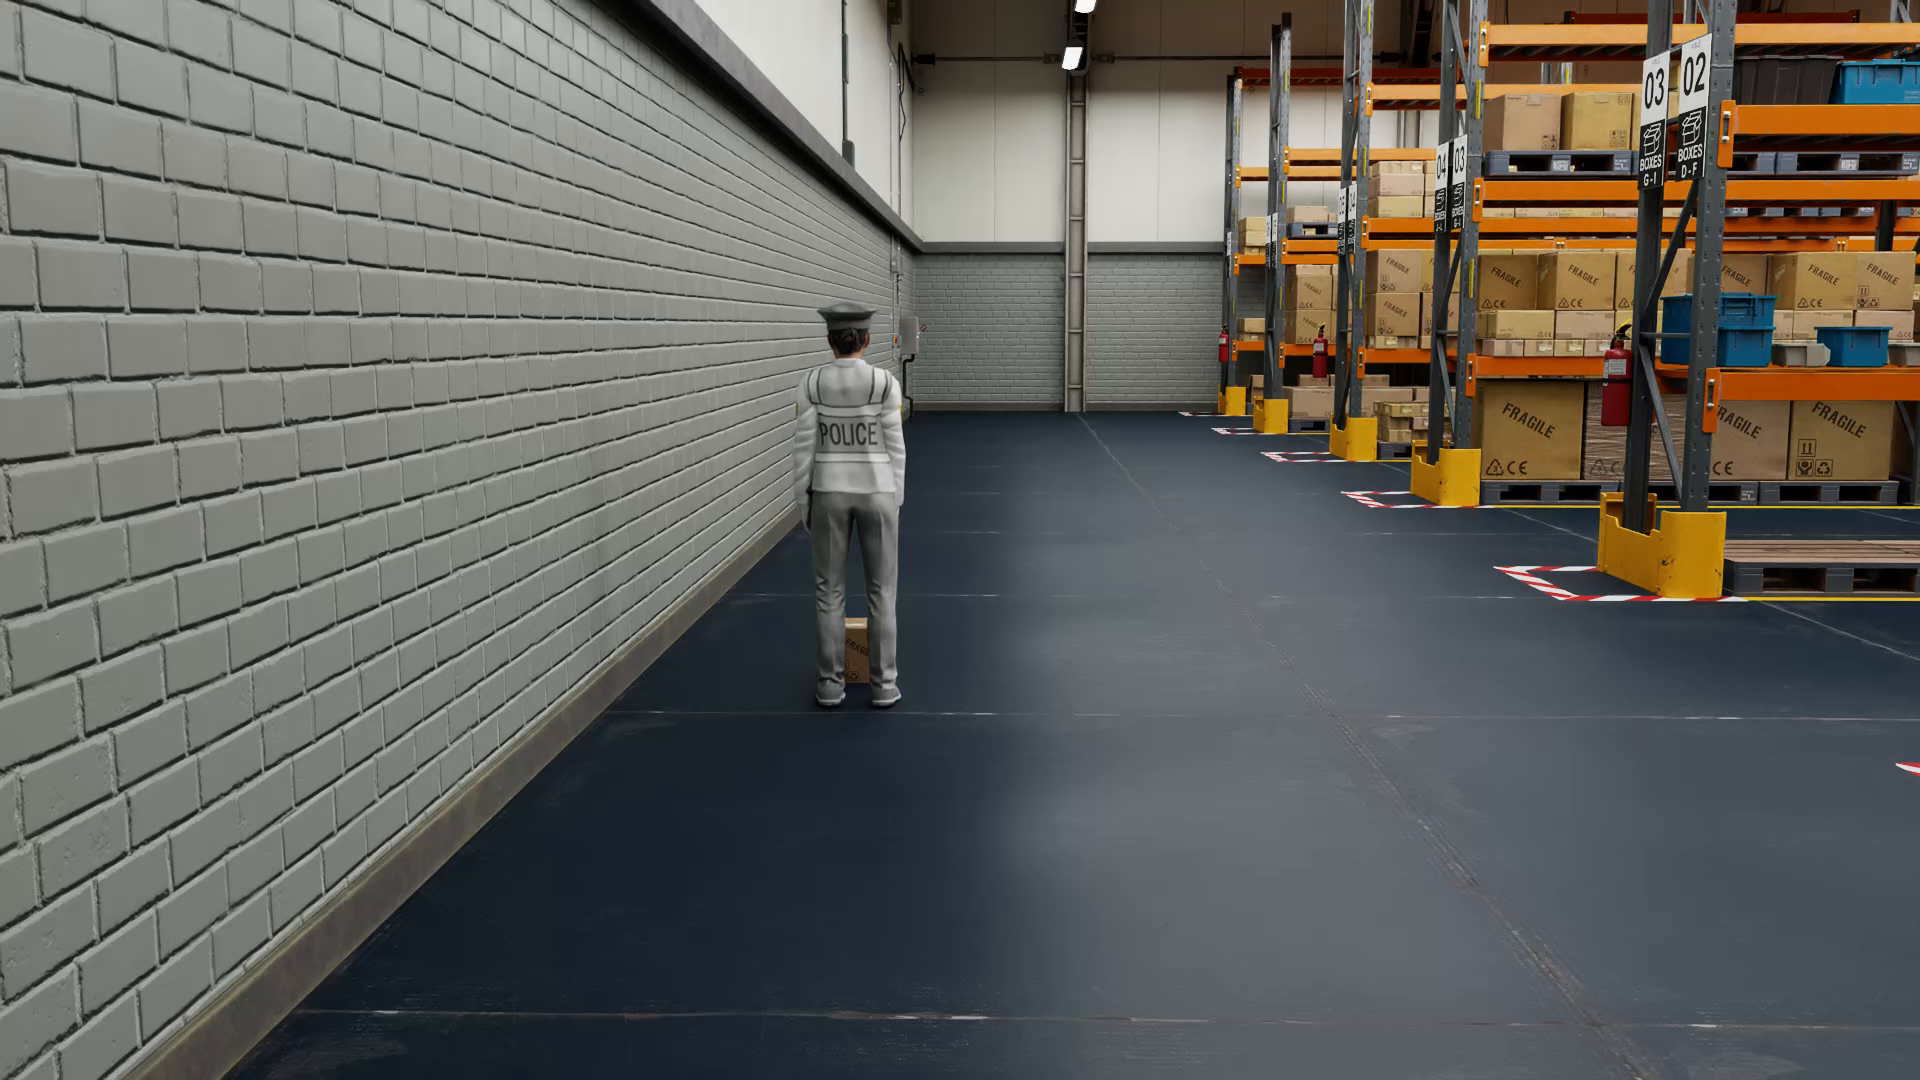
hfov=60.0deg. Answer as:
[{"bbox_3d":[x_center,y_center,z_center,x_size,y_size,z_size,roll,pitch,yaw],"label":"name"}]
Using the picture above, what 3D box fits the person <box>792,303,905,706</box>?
[{"bbox_3d":[-0.456,-0.141,6.894,0.469,1.663,0.328,0,7,2],"label":"person"}]
